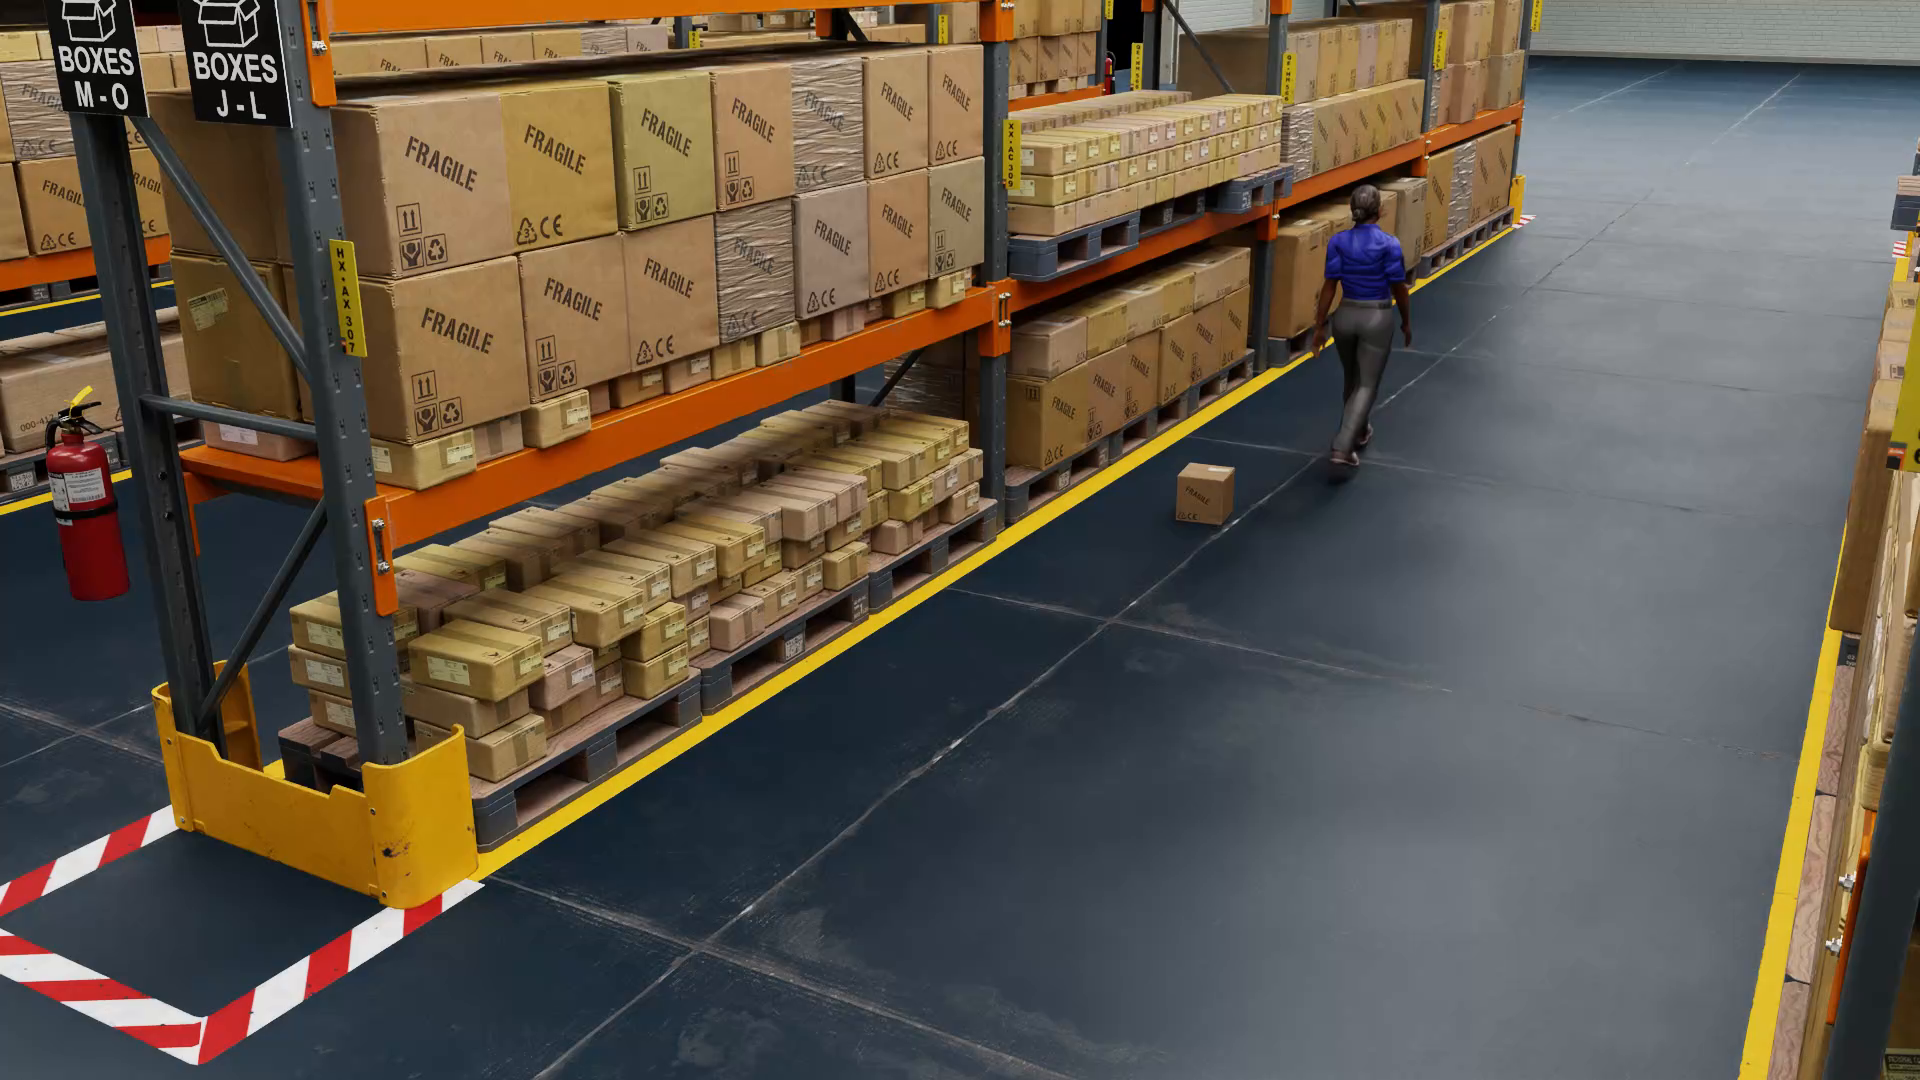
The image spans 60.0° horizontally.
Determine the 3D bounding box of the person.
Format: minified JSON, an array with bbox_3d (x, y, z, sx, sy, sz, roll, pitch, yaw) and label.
[{"bbox_3d":[2.334,-1.244,9.588,0.476,1.600,1.010,13,24,33],"label":"person"}]
